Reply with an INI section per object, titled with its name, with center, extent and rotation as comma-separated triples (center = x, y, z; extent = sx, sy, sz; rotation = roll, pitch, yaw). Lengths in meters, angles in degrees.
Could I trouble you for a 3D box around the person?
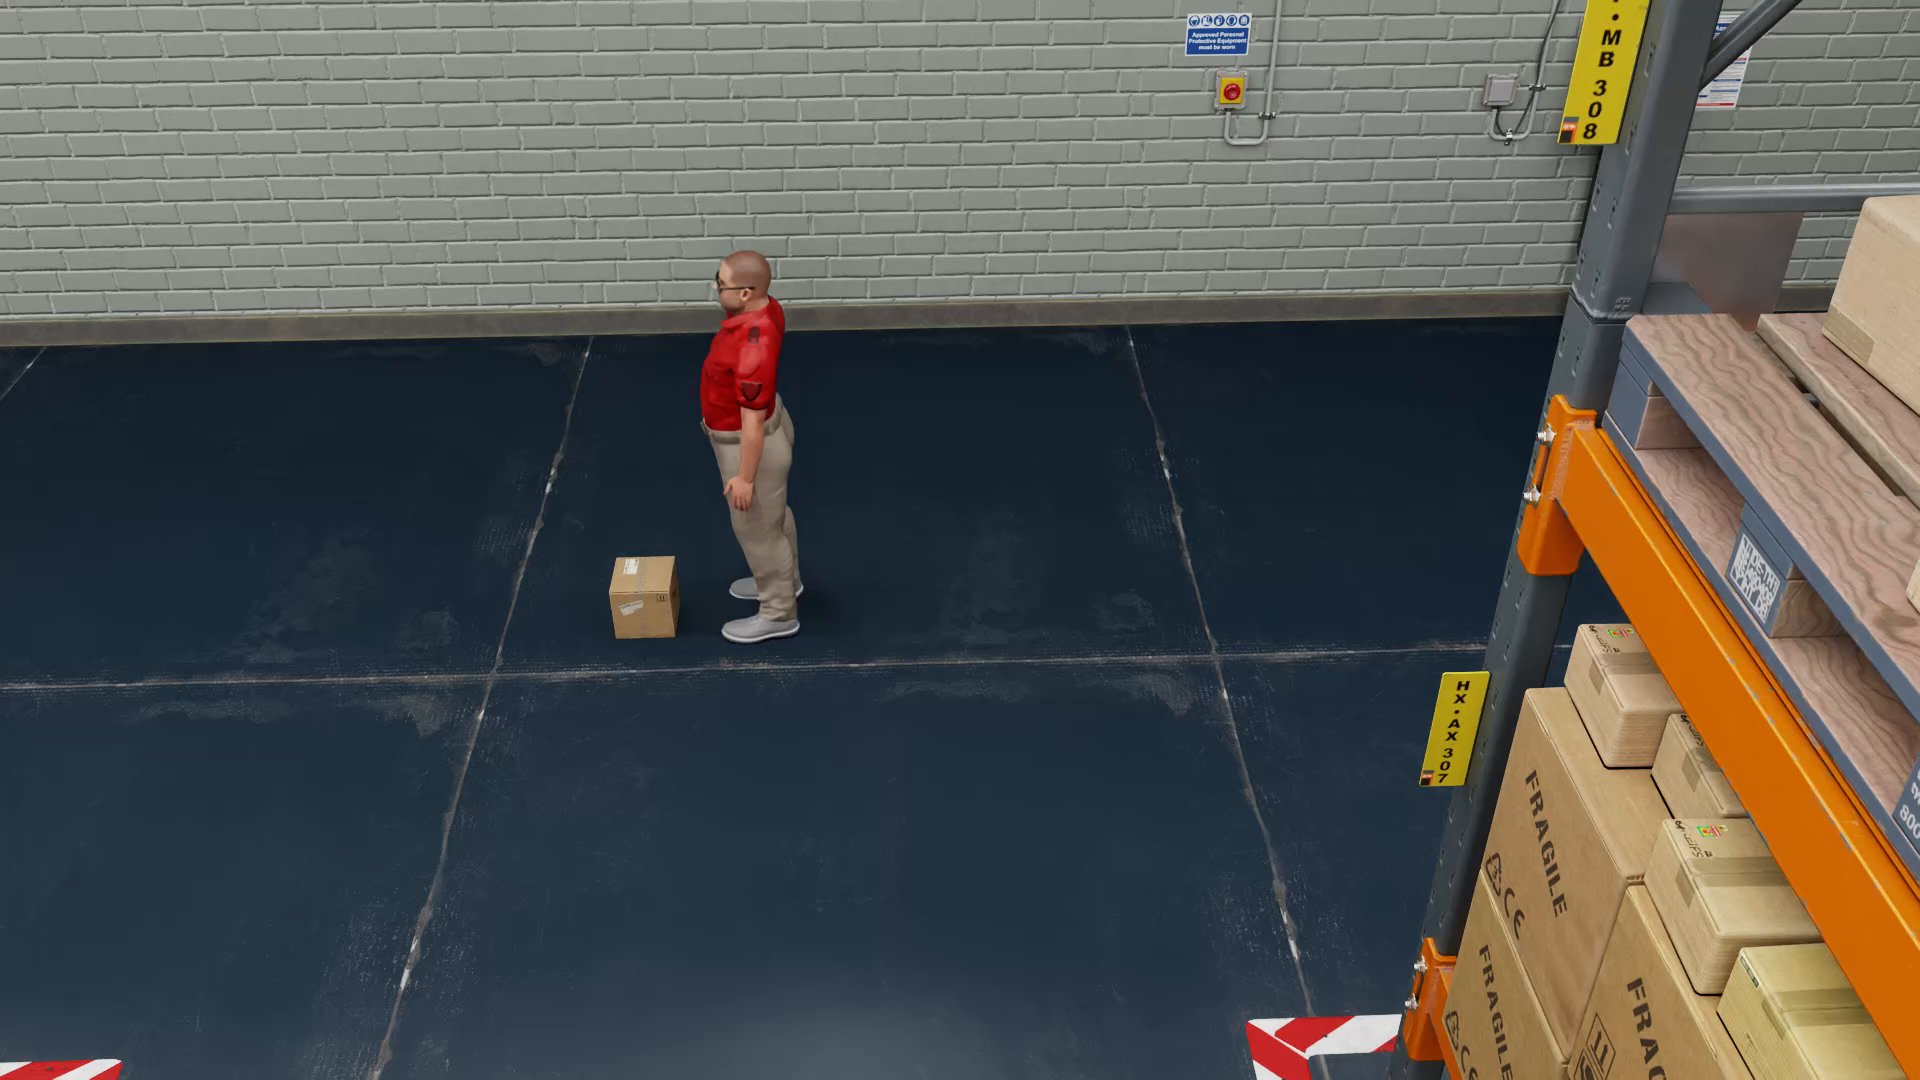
[person]
center = -0.856, -0.363, 6.686
extent = 0.351, 1.736, 0.533
rotation = -1, 35, -2
